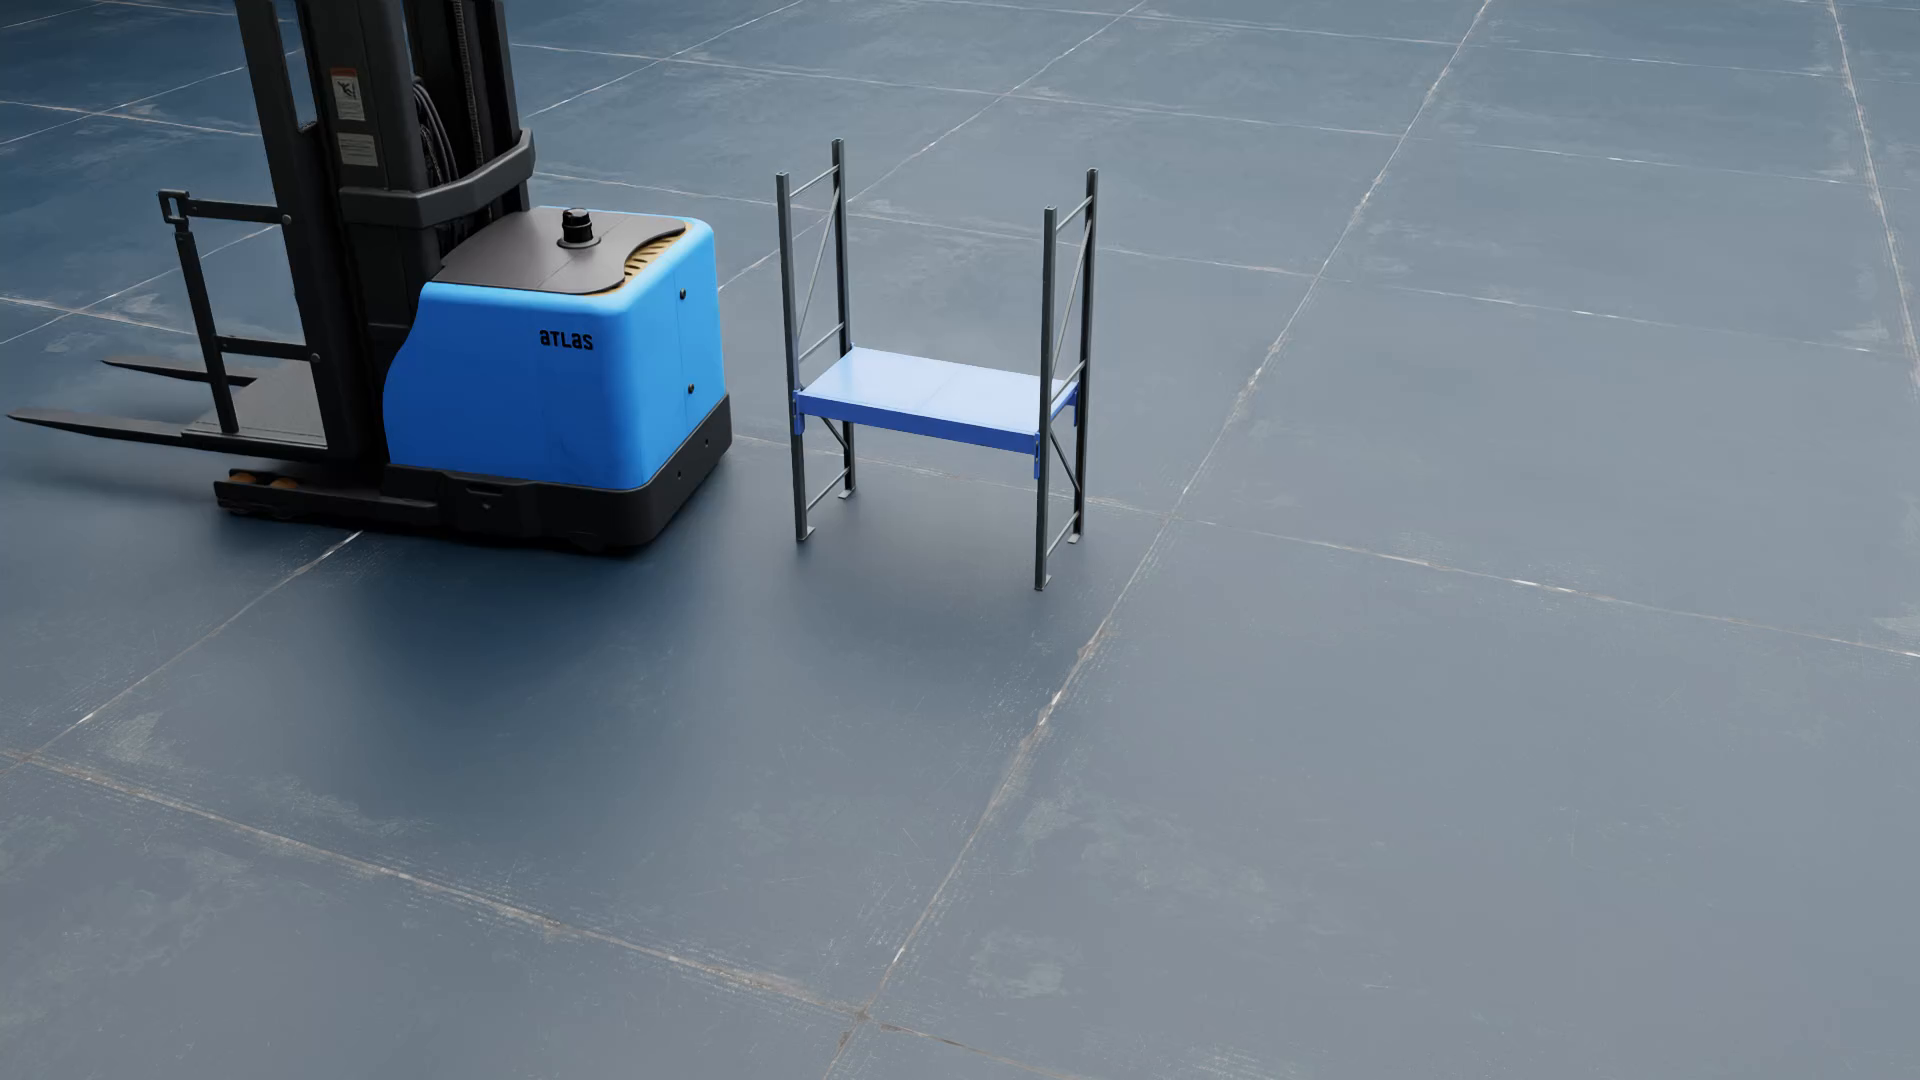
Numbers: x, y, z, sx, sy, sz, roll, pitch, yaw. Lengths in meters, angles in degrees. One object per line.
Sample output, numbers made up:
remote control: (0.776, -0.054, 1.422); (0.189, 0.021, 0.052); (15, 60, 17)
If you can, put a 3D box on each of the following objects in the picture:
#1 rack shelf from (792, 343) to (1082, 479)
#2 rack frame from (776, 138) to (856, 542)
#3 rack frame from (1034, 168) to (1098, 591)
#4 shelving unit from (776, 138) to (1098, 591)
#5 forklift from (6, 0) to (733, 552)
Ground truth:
rack shelf: (-0.079, -0.512, 6.422); (1.000, 0.185, 0.538); (11, 31, 19)
rack frame: (-0.550, -0.763, 6.500); (0.032, 1.500, 0.500); (11, 31, 19)
rack frame: (0.392, -0.575, 6.168); (0.032, 1.500, 0.500); (11, 31, 19)
shelving unit: (-0.079, -0.669, 6.334); (1.048, 1.500, 0.538); (11, 31, 19)
forklift: (-2.570, -1.604, 6.535); (3.031, 2.935, 1.130); (7, 30, 12)
